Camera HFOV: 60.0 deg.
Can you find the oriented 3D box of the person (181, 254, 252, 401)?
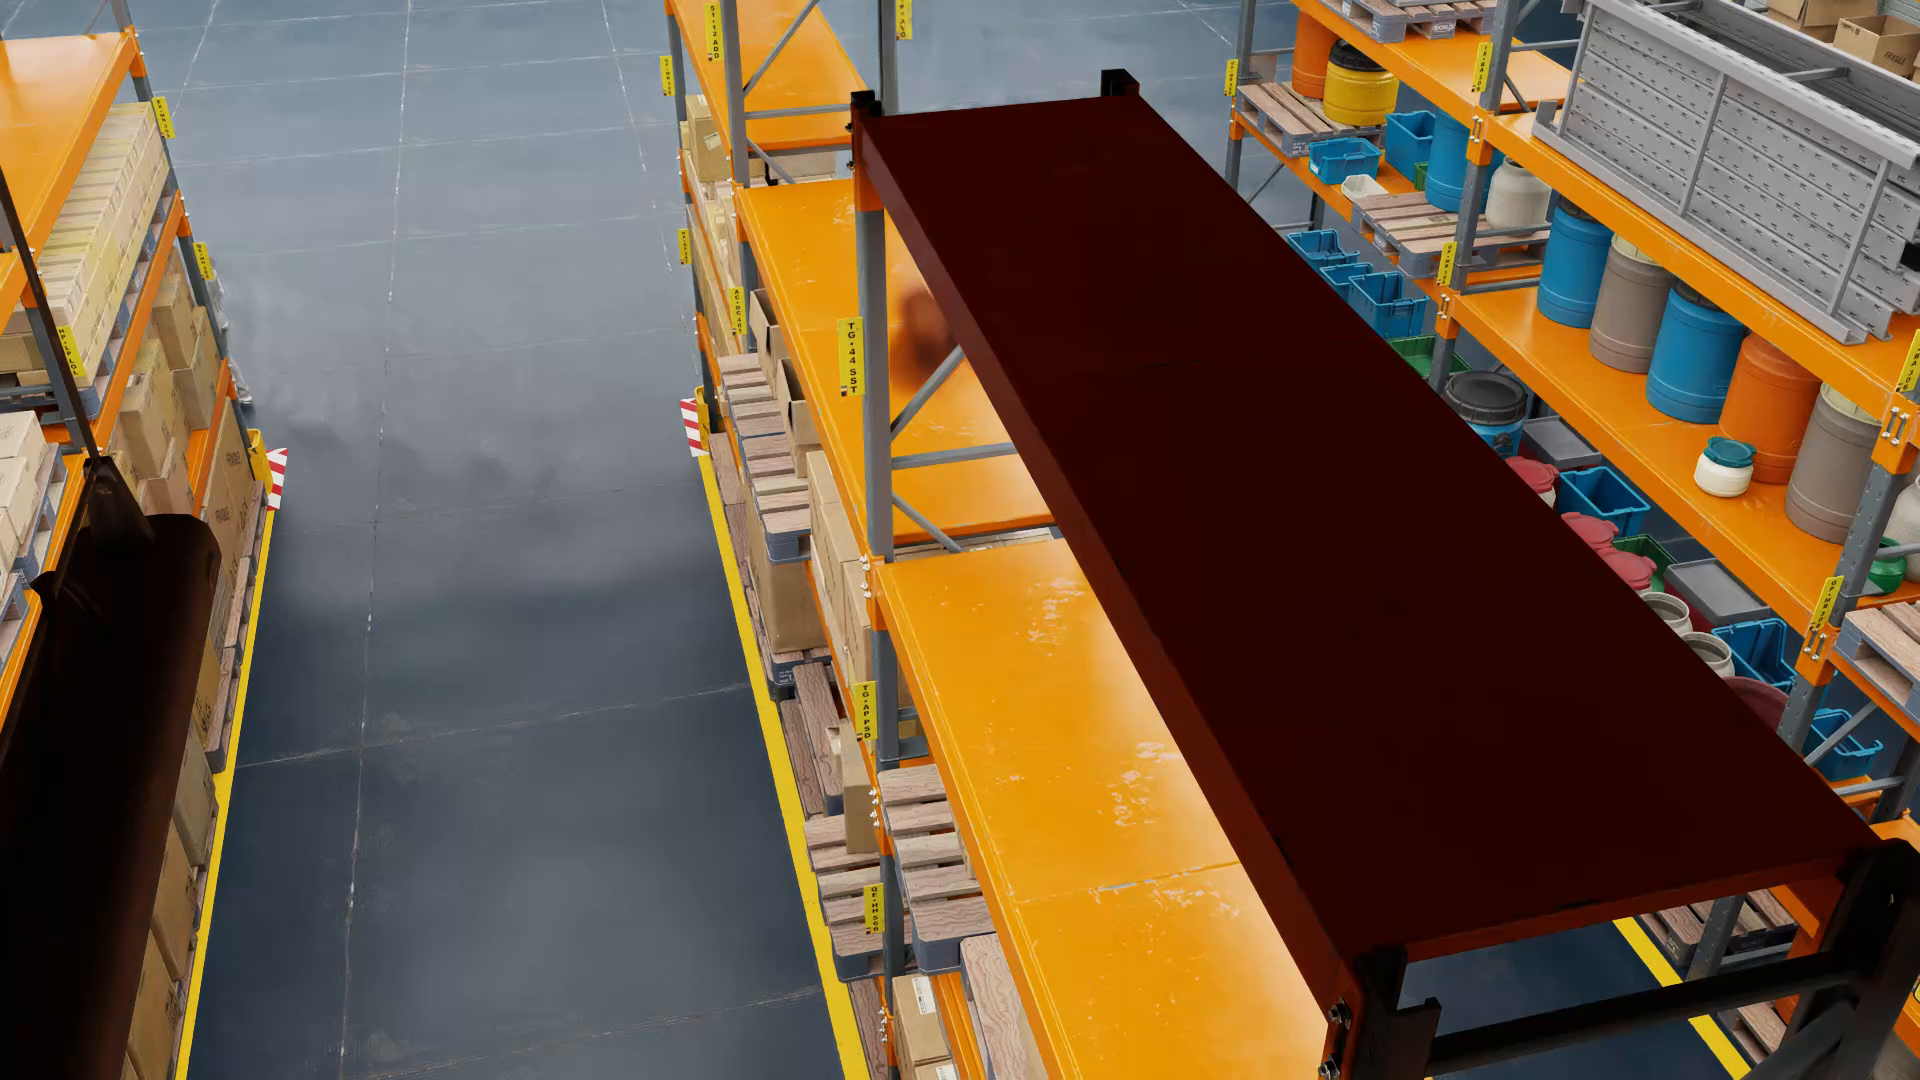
[{"bbox_3d":[-7.081,-2.005,15.612,0.602,1.581,0.517,13,37,19],"label":"person"}]
